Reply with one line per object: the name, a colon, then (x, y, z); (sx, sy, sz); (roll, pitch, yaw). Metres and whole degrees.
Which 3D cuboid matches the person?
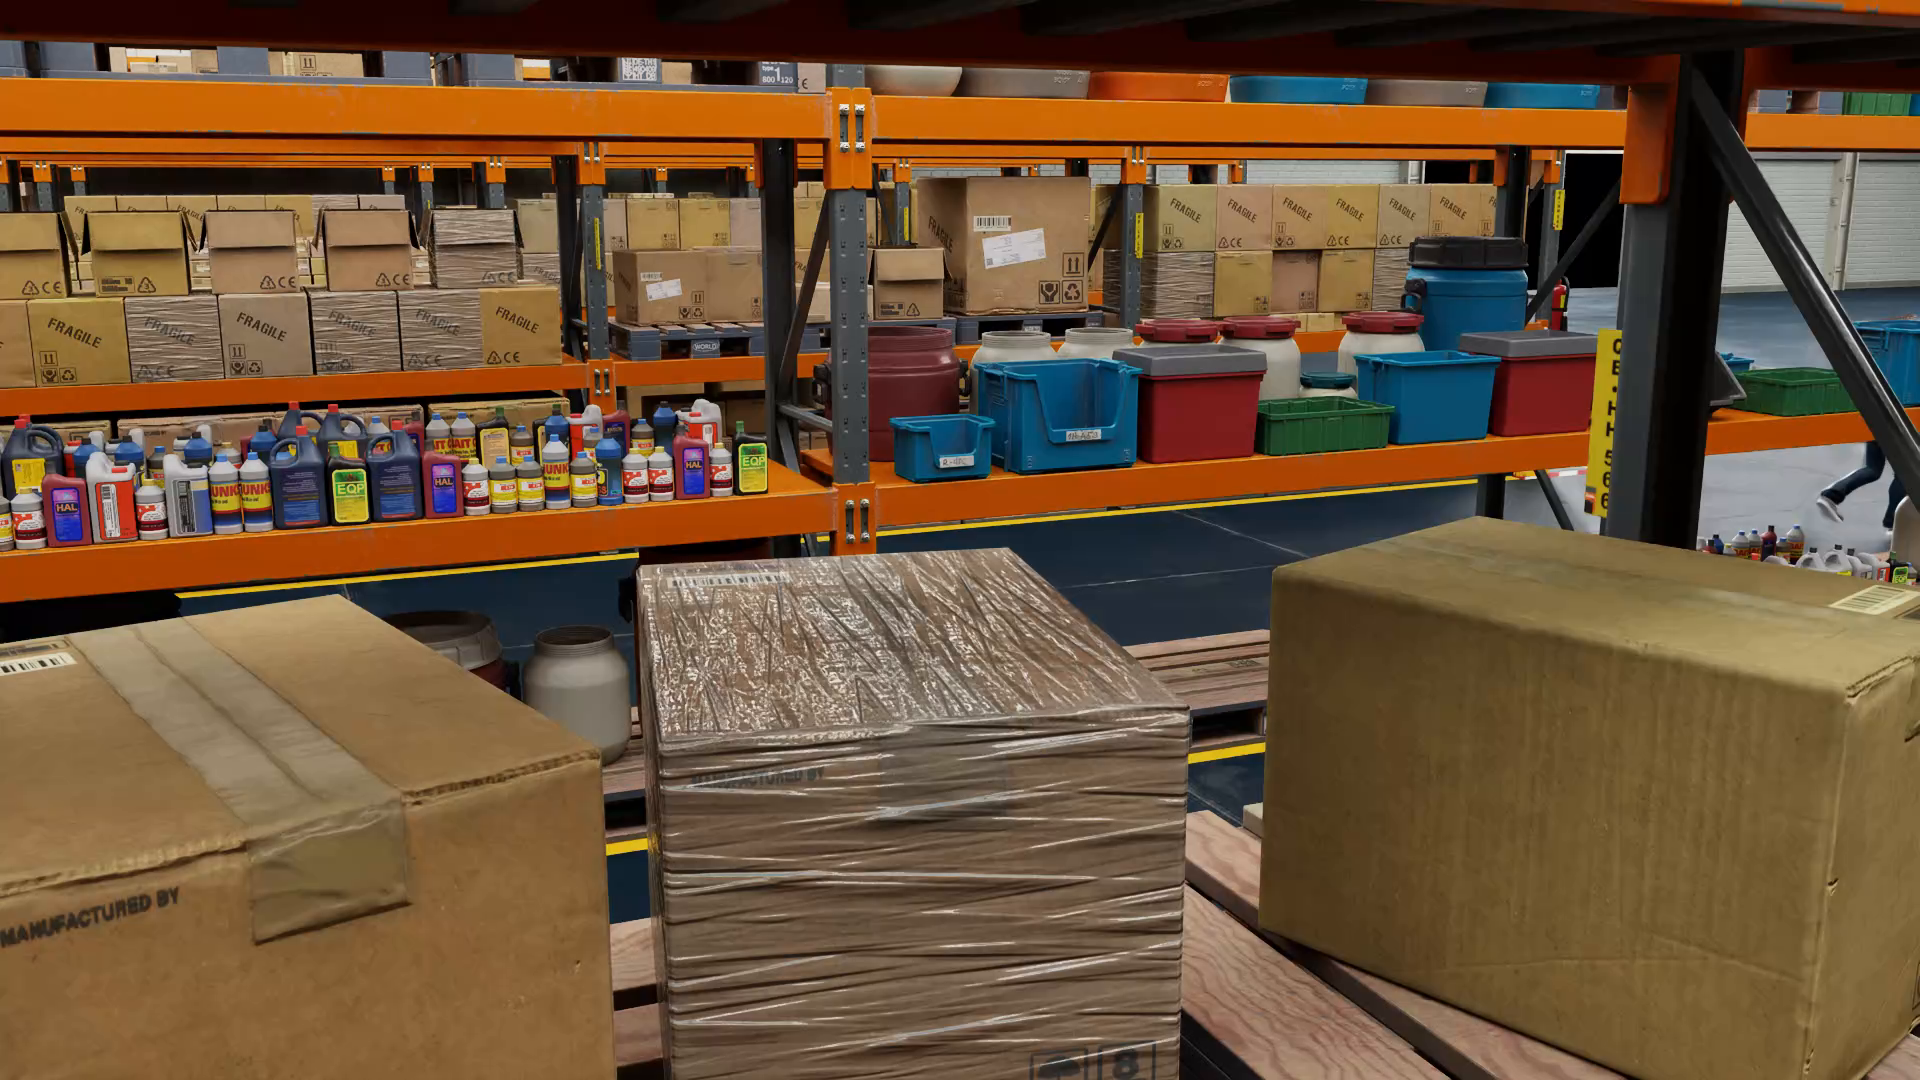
person: (6.448, -0.799, 11.625); (0.765, 1.565, 0.450); (-3, 13, -12)
